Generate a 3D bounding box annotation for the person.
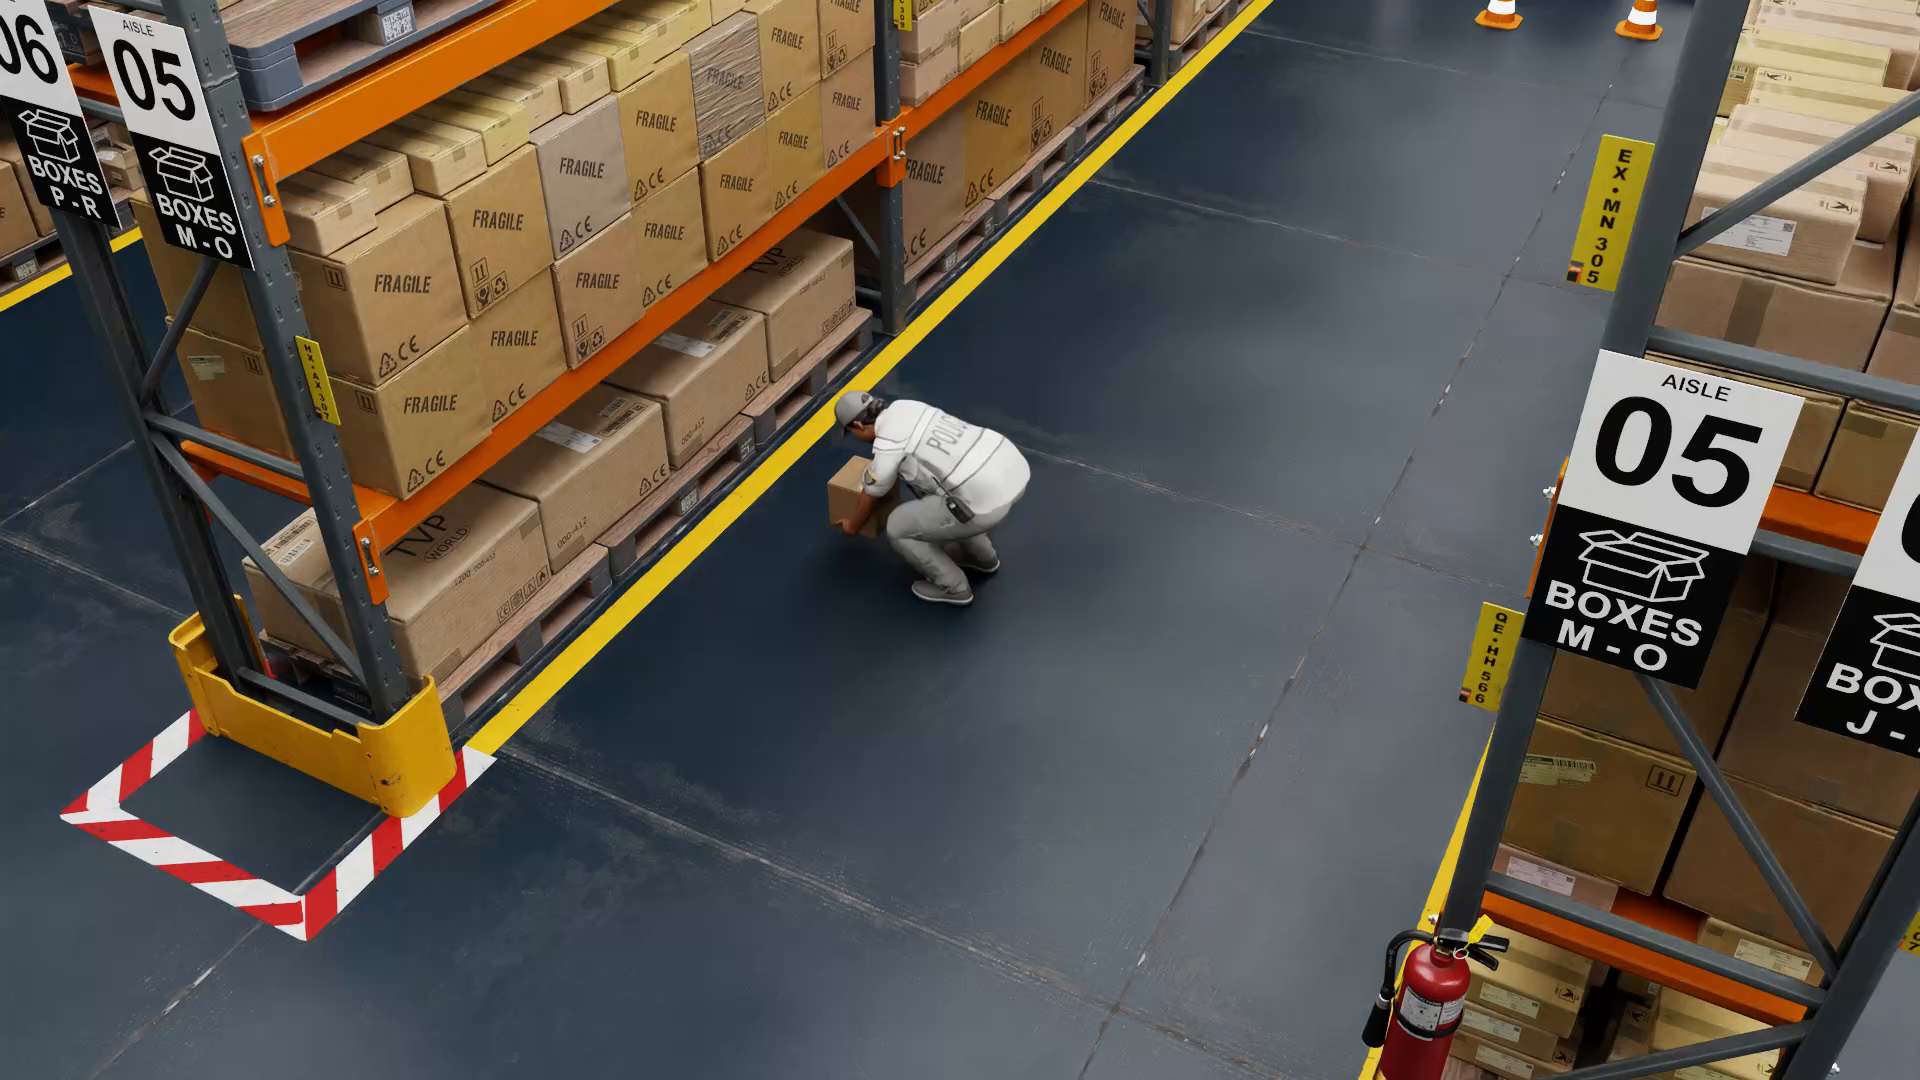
[{"bbox_3d":[-0.139,-0.212,7.610,0.902,0.940,0.517,17,41,20],"label":"person"}]
